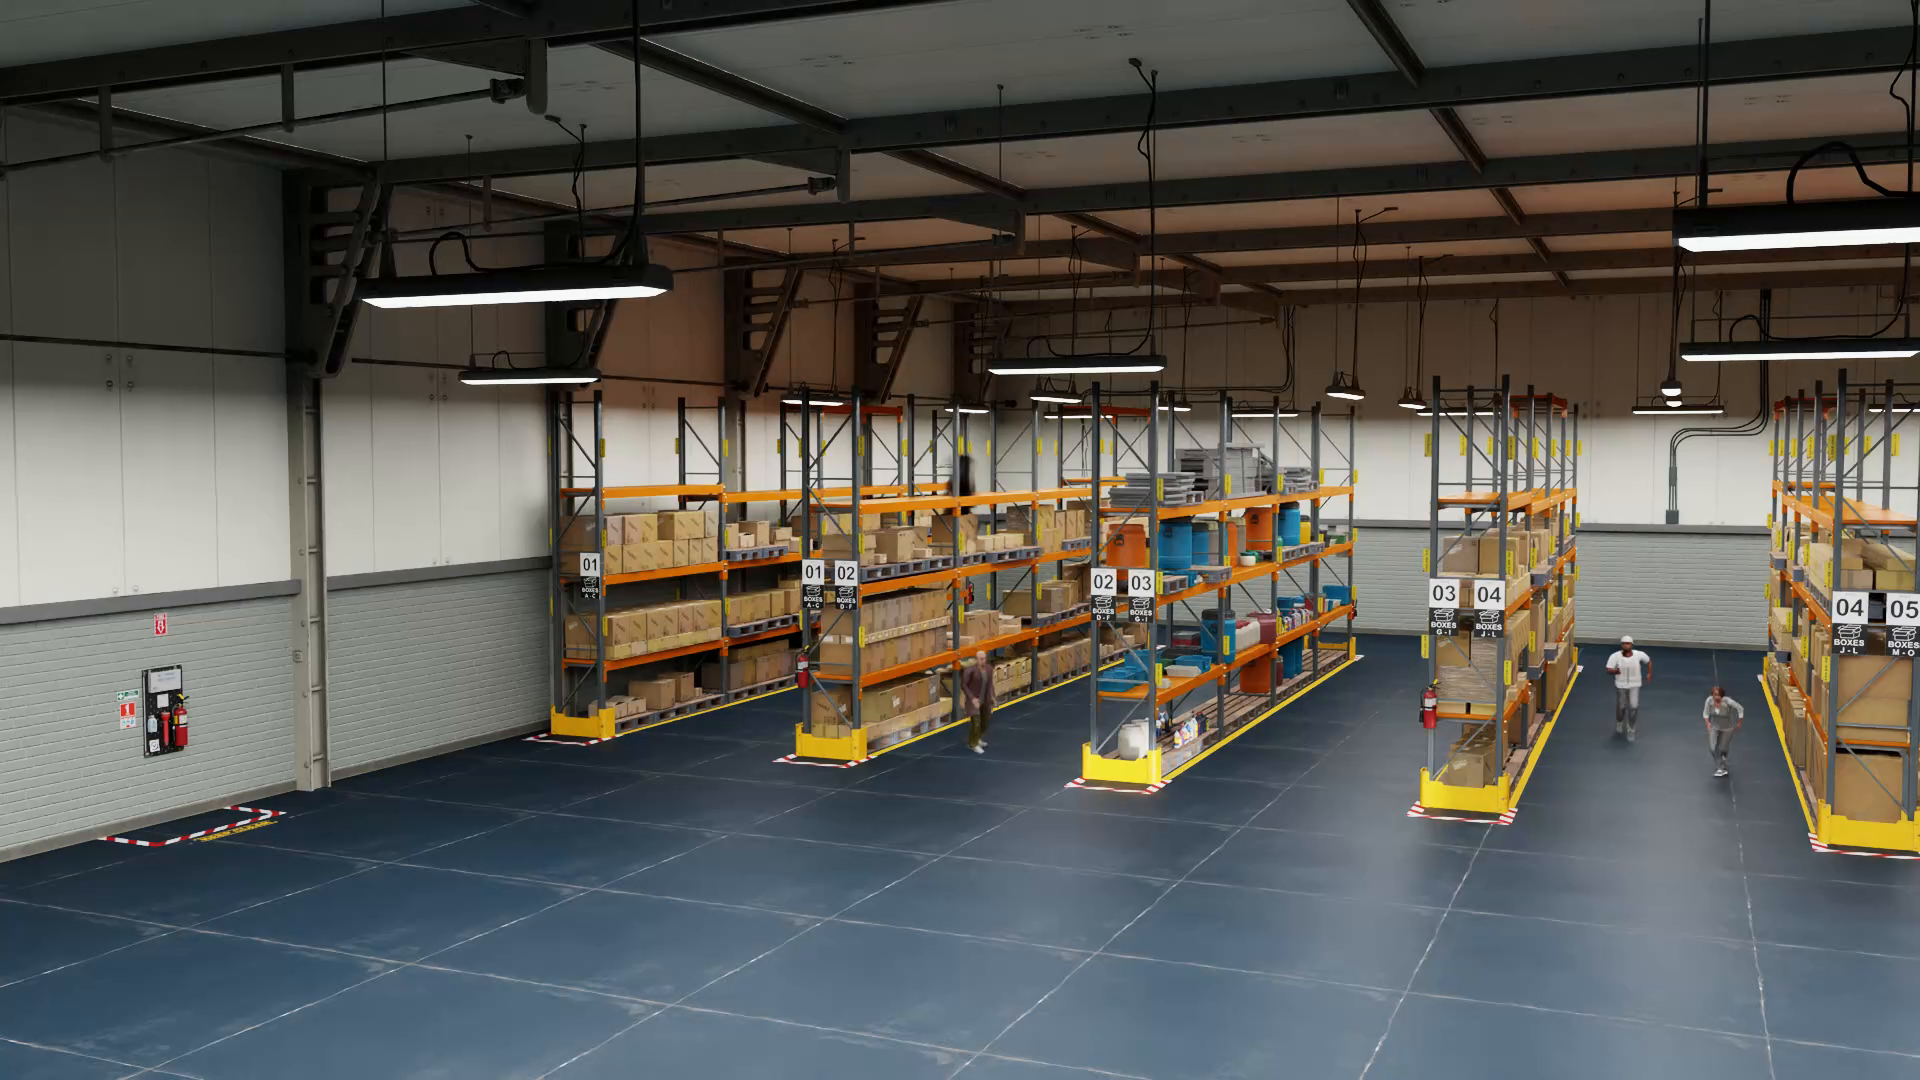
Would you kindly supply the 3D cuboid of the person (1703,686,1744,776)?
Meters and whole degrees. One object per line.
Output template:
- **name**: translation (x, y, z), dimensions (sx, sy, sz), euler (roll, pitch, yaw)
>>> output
- **person**: translation (11.605, 2.895, 25.272), dimensions (0.559, 1.427, 0.788), euler (2, 4, 35)

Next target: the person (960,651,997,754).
- **person**: translation (0.232, 2.645, 27.343), dimensions (0.693, 1.717, 0.782), euler (-2, 4, -35)

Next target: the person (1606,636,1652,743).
- **person**: translation (11.508, 2.542, 28.621), dimensions (0.725, 1.812, 0.901), euler (1, 3, 23)
